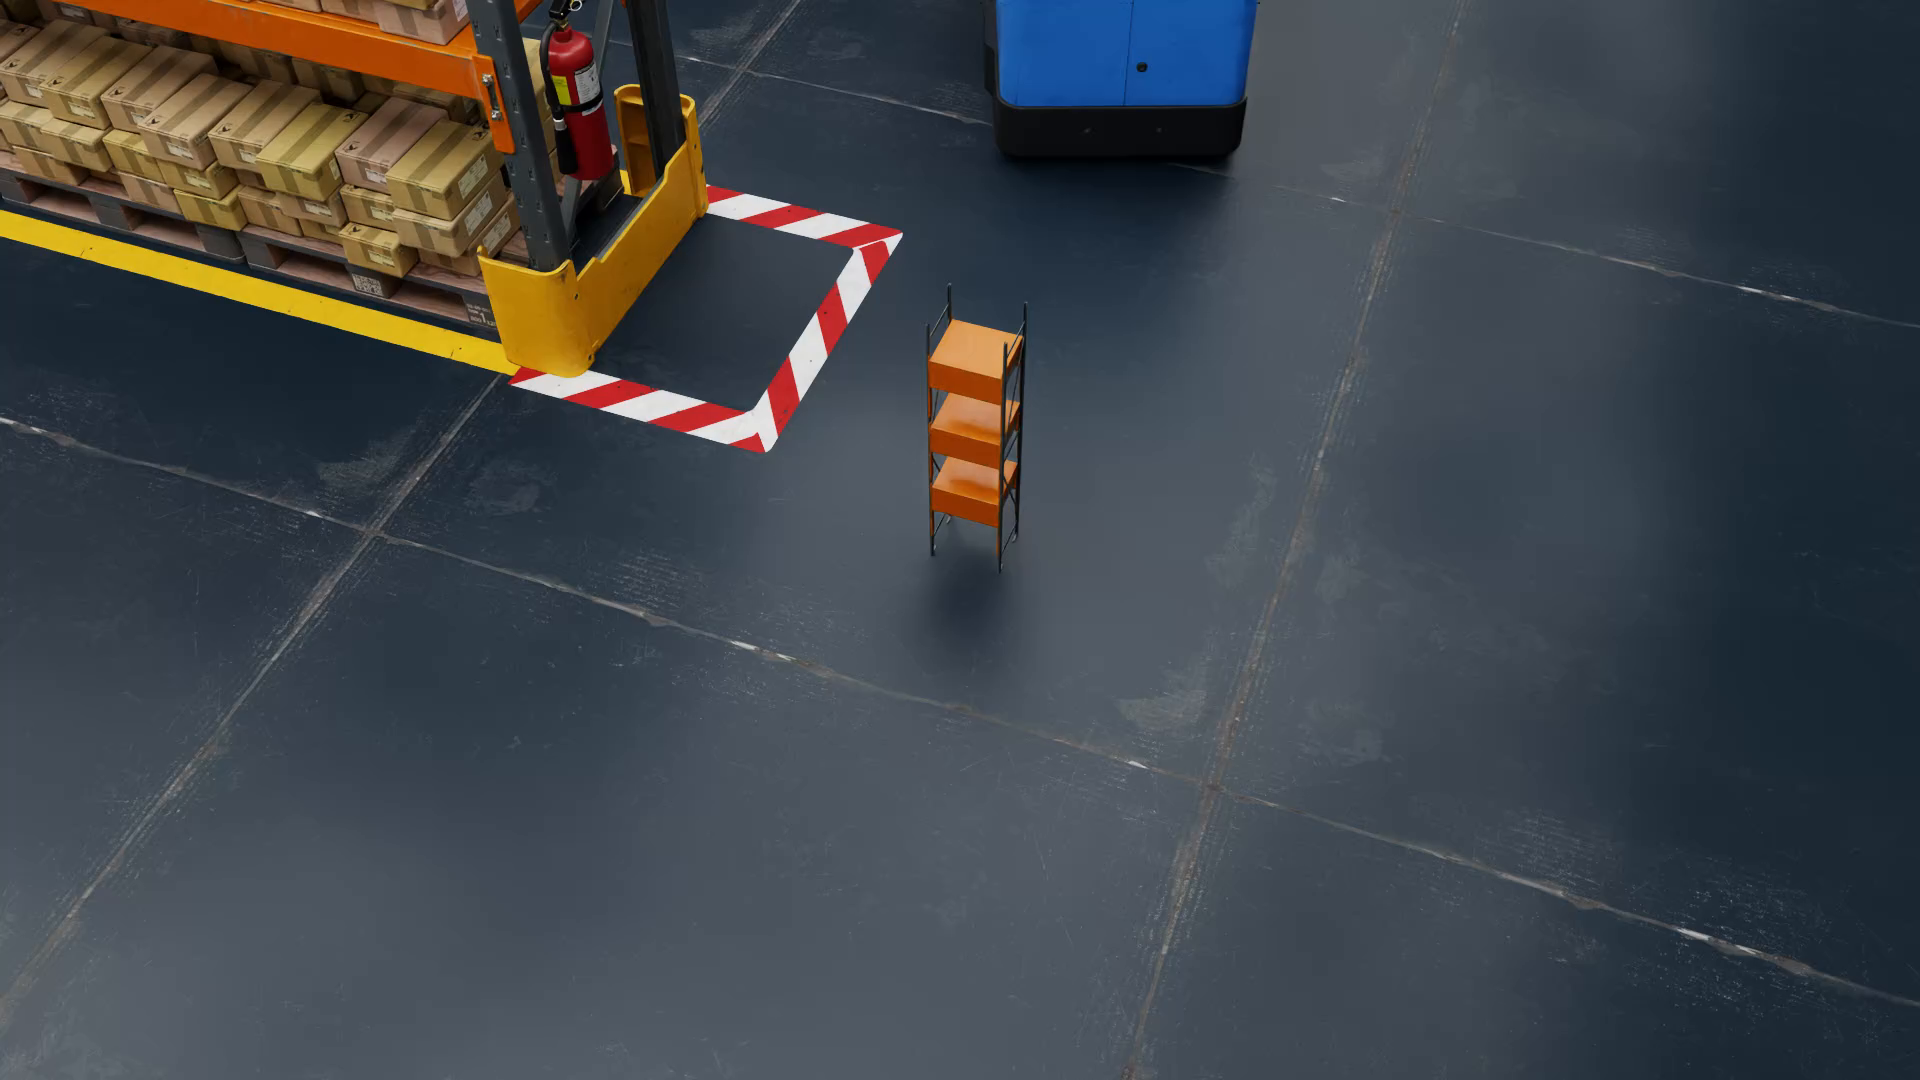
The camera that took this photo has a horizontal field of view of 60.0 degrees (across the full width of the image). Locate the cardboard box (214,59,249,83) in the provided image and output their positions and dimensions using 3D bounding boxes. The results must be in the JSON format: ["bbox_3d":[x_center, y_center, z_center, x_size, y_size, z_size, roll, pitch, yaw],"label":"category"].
[{"bbox_3d":[-2.978,-1.941,6.859,0.250,0.149,0.380,18,51,15],"label":"cardboard box"}]

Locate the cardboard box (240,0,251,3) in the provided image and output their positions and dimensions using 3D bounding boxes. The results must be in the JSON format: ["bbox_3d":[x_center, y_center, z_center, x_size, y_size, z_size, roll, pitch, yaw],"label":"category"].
[{"bbox_3d":[-2.436,-2.019,5.681,0.250,0.149,0.380,17,51,14],"label":"cardboard box"}]

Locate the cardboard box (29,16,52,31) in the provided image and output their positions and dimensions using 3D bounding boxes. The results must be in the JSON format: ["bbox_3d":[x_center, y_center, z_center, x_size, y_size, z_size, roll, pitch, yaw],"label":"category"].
[{"bbox_3d":[-3.708,-2.203,7.086,0.250,0.149,0.380,17,51,14],"label":"cardboard box"}]

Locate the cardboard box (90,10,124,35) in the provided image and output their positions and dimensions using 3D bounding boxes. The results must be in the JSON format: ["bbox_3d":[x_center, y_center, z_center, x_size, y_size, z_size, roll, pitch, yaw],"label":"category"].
[{"bbox_3d":[-3.404,-2.267,6.945,0.250,0.149,0.380,14,51,12],"label":"cardboard box"}]

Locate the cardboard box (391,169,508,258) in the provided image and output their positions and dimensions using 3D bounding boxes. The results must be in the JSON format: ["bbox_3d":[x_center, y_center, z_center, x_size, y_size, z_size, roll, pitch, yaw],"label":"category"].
[{"bbox_3d":[-1.918,-1.257,6.266,0.250,0.149,0.380,14,51,12],"label":"cardboard box"}]

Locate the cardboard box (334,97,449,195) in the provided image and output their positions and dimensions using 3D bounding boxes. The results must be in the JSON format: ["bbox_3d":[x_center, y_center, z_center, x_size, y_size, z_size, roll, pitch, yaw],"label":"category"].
[{"bbox_3d":[-2.125,-1.484,6.266,0.250,0.149,0.380,17,51,14],"label":"cardboard box"}]

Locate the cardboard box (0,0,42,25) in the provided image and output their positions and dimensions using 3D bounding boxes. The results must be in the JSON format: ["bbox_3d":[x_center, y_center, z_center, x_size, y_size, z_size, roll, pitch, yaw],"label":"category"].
[{"bbox_3d":[-3.947,-2.335,7.004,0.250,0.149,0.380,17,51,14],"label":"cardboard box"}]

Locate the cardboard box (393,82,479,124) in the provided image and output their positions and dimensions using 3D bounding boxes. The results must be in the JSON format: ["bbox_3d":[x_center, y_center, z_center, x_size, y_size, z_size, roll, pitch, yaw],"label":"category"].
[{"bbox_3d":[-1.999,-1.783,6.525,0.250,0.149,0.380,16,51,14],"label":"cardboard box"}]

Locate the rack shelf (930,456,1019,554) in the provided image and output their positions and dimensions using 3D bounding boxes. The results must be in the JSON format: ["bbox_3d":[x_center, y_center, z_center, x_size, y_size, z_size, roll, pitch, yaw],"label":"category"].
[{"bbox_3d":[0.050,-0.141,5.559,0.240,0.259,0.215,16,51,13],"label":"rack shelf"}]

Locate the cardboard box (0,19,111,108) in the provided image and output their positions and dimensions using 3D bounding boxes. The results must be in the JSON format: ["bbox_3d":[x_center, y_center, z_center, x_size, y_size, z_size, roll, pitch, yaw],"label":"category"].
[{"bbox_3d":[-3.586,-1.894,6.621,0.250,0.149,0.380,14,50,12],"label":"cardboard box"}]

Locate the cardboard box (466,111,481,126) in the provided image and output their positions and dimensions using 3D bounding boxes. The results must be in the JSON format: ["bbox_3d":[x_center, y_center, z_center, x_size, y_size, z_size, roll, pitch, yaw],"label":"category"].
[{"bbox_3d":[-1.964,-1.752,6.695,0.250,0.149,0.380,15,51,13],"label":"cardboard box"}]

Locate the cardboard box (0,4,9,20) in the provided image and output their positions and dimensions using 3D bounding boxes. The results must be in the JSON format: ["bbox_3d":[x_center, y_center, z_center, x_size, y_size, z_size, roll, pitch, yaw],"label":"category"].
[{"bbox_3d":[-4.081,-2.031,6.740,0.250,0.149,0.380,14,51,12],"label":"cardboard box"}]

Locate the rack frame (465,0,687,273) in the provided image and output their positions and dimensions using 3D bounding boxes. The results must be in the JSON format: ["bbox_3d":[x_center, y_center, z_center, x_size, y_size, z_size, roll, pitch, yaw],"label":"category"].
[{"bbox_3d":[-1.324,-2.019,5.515,0.127,3.000,1.000,16,51,13],"label":"rack frame"}]

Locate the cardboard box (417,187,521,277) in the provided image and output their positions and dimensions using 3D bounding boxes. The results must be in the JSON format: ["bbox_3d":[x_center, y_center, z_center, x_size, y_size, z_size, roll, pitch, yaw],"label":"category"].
[{"bbox_3d":[-1.891,-1.213,6.425,0.250,0.149,0.380,16,51,14],"label":"cardboard box"}]

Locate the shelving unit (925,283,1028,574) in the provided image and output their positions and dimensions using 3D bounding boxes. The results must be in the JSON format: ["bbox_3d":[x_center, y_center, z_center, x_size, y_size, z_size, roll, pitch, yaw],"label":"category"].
[{"bbox_3d":[0.050,-0.330,5.341,0.252,1.050,0.215,16,51,13],"label":"shelving unit"}]

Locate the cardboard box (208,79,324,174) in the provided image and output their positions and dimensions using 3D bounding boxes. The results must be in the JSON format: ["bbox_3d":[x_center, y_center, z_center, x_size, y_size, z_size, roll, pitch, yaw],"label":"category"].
[{"bbox_3d":[-2.633,-1.574,6.344,0.250,0.149,0.380,14,50,12],"label":"cardboard box"}]

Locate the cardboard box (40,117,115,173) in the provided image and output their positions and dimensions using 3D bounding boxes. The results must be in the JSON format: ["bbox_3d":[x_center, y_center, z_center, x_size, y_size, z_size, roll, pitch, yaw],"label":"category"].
[{"bbox_3d":[-3.399,-1.651,6.607,0.250,0.149,0.380,16,51,13],"label":"cardboard box"}]

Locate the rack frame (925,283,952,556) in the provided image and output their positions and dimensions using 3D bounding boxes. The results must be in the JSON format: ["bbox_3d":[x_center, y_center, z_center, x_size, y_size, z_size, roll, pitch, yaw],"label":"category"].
[{"bbox_3d":[-0.064,-0.362,5.369,0.008,1.050,0.200,16,51,13],"label":"rack frame"}]

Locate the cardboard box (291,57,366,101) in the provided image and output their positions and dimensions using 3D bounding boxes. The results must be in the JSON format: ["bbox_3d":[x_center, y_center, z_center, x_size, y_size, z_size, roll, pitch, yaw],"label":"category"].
[{"bbox_3d":[-2.452,-1.946,6.667,0.250,0.149,0.380,13,50,11],"label":"cardboard box"}]

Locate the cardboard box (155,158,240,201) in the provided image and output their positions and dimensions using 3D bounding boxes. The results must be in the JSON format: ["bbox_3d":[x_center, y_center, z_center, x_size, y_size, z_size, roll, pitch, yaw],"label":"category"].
[{"bbox_3d":[-2.897,-1.518,6.492,0.250,0.149,0.380,16,51,14],"label":"cardboard box"}]

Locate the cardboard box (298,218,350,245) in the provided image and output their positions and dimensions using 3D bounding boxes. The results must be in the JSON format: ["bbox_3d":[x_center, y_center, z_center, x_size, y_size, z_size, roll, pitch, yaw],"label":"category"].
[{"bbox_3d":[-2.385,-1.339,6.534,0.250,0.149,0.380,15,51,13],"label":"cardboard box"}]

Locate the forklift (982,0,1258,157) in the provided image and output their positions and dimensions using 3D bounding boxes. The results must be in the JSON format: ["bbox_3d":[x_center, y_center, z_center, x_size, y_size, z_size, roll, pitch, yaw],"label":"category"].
[{"bbox_3d":[0.661,-3.690,7.009,1.130,2.935,3.031,-1,49,0],"label":"forklift"}]

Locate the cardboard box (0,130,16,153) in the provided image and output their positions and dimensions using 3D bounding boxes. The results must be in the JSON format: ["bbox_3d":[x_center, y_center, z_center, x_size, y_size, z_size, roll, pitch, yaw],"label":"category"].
[{"bbox_3d":[-3.826,-1.773,6.910,0.250,0.149,0.380,14,50,12],"label":"cardboard box"}]

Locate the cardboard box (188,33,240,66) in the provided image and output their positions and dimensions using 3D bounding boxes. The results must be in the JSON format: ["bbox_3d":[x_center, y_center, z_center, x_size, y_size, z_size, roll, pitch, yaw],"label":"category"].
[{"bbox_3d":[-2.940,-2.127,6.823,0.250,0.149,0.380,16,51,14],"label":"cardboard box"}]

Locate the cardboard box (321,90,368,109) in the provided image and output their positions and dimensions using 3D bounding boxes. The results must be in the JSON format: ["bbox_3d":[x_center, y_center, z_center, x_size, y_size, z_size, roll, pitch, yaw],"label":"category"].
[{"bbox_3d":[-2.428,-1.897,6.821,0.250,0.149,0.380,17,51,14],"label":"cardboard box"}]

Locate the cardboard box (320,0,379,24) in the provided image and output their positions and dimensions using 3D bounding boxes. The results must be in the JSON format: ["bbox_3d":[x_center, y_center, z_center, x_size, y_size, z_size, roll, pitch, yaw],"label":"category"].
[{"bbox_3d":[-1.949,-1.914,5.590,0.250,0.149,0.380,16,51,13],"label":"cardboard box"}]

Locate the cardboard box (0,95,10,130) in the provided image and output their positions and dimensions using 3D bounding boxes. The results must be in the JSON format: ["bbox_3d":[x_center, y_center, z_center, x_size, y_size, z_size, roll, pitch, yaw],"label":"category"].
[{"bbox_3d":[-3.836,-1.844,6.775,0.250,0.149,0.380,18,51,15],"label":"cardboard box"}]

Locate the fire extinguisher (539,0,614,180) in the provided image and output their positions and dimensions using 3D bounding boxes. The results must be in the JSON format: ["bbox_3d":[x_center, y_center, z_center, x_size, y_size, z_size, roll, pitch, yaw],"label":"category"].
[{"bbox_3d":[-1.248,-1.479,5.345,0.183,0.674,0.296,16,51,13],"label":"fire extinguisher"}]

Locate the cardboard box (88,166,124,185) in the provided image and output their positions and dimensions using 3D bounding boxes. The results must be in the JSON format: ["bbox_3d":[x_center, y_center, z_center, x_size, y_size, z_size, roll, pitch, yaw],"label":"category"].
[{"bbox_3d":[-3.342,-1.622,6.780,0.250,0.149,0.380,17,51,14],"label":"cardboard box"}]

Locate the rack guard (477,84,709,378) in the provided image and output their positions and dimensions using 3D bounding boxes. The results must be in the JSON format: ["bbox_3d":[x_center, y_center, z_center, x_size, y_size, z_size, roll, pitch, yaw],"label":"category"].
[{"bbox_3d":[-1.396,-1.221,6.477,0.348,0.500,1.175,16,51,13],"label":"rack guard"}]

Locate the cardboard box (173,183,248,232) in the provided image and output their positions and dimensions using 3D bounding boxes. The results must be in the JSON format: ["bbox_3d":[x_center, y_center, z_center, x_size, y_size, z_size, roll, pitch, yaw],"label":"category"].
[{"bbox_3d":[-2.882,-1.417,6.602,0.250,0.149,0.380,14,50,11],"label":"cardboard box"}]

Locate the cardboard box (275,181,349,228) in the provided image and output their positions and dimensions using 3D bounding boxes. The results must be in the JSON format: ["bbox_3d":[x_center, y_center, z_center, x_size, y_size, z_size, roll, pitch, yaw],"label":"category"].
[{"bbox_3d":[-2.407,-1.391,6.383,0.250,0.149,0.380,14,50,12],"label":"cardboard box"}]

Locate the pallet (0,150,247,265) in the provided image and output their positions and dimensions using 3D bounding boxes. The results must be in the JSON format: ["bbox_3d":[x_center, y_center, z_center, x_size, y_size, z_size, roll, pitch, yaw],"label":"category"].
[{"bbox_3d":[-3.286,-1.685,7.070,1.213,0.211,1.003,16,51,13],"label":"pallet"}]

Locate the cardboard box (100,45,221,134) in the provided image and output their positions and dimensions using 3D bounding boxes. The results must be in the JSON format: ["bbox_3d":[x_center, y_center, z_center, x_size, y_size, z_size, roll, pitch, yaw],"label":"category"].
[{"bbox_3d":[-3.113,-1.753,6.499,0.250,0.149,0.380,14,51,12],"label":"cardboard box"}]
